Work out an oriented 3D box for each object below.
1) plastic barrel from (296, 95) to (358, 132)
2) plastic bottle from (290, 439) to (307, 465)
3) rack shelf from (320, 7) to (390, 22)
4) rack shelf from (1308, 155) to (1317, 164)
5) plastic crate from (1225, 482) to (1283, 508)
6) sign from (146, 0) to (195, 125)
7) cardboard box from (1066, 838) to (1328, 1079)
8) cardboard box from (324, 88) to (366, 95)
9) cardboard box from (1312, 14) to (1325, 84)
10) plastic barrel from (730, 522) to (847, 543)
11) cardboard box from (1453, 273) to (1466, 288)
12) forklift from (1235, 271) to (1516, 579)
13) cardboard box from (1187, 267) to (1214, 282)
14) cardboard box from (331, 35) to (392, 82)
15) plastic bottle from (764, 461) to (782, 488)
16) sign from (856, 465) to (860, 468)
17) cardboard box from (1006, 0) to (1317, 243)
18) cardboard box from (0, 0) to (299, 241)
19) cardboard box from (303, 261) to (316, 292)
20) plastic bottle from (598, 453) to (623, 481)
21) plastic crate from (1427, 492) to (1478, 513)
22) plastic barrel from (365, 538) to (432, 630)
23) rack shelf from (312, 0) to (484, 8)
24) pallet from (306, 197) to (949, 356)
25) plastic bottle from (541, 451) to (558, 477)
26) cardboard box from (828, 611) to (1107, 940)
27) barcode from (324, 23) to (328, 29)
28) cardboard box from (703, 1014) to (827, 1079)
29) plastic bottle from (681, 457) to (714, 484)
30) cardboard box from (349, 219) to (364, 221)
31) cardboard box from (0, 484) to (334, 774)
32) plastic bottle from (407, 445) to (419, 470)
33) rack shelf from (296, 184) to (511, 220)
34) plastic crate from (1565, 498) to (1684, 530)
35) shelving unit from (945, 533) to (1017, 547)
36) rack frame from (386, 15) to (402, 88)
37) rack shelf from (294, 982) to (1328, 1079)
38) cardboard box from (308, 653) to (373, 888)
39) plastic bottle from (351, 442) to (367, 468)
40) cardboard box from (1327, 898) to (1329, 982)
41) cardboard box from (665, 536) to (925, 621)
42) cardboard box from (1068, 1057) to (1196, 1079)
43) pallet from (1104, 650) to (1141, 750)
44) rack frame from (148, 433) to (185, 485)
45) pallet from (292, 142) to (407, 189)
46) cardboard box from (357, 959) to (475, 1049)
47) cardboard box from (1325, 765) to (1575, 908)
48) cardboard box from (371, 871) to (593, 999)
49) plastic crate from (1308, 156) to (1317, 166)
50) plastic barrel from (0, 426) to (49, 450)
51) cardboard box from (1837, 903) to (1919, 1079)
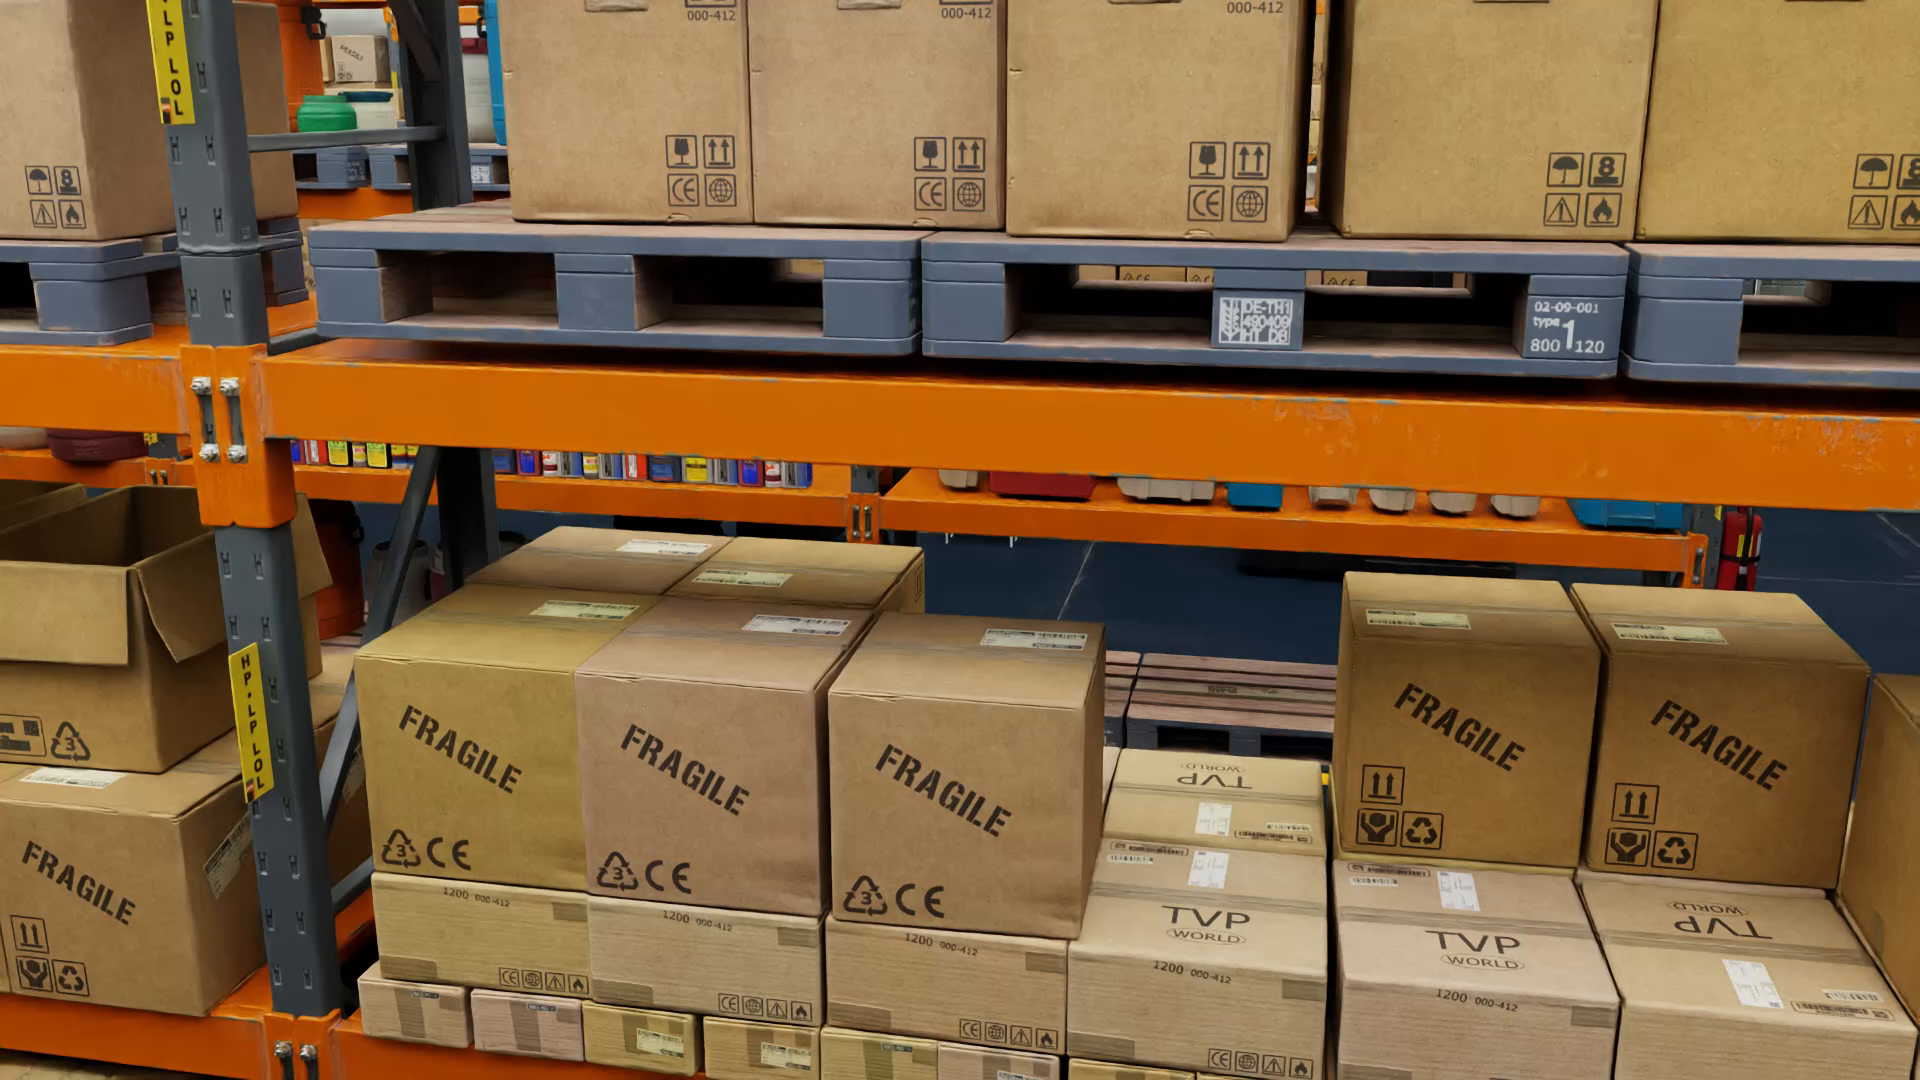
[{"bbox_3d":[-3.320,-2.206,8.722,0.294,0.245,0.294,0,15,0],"label":"plastic barrel"},{"bbox_3d":[-3.640,-0.556,9.099,0.133,0.283,0.061,3,16,11],"label":"plastic bottle"},{"bbox_3d":[-8.218,-6.203,19.382,4.000,0.370,1.077,3,16,11],"label":"rack shelf"},{"bbox_3d":[2.558,-2.825,12.799,4.000,0.370,1.077,3,16,11],"label":"rack shelf"},{"bbox_3d":[1.464,-0.314,8.209,0.300,0.233,0.416,3,16,11],"label":"plastic crate"},{"bbox_3d":[-1.478,-0.945,3.107,0.005,0.325,0.100,3,16,11],"label":"sign"},{"bbox_3d":[0.506,0.864,3.479,0.500,0.250,0.500,3,16,11],"label":"cardboard box"},{"bbox_3d":[-5.380,-3.716,14.162,0.500,0.250,0.500,2,16,6],"label":"cardboard box"},{"bbox_3d":[2.556,-3.716,12.610,0.500,0.500,0.700,3,16,11],"label":"cardboard box"},{"bbox_3d":[-0.922,0.239,9.155,0.708,0.901,0.600,3,16,11],"label":"plastic barrel"},{"bbox_3d":[3.532,-2.128,12.495,0.500,0.500,0.500,4,16,13],"label":"cardboard box"},{"bbox_3d":[3.501,-1.223,11.417,3.031,2.935,1.130,3,16,11],"label":"forklift"},{"bbox_3d":[2.013,-2.209,12.787,0.500,0.500,0.500,3,16,9],"label":"cardboard box"},{"bbox_3d":[-6.803,-5.495,18.993,0.500,0.500,0.500,2,16,6],"label":"cardboard box"},{"bbox_3d":[-0.962,-0.376,8.604,0.097,0.201,0.097,0,15,0],"label":"plastic bottle"},{"bbox_3d":[-0.504,-0.526,8.254,0.005,0.325,0.100,3,16,11],"label":"sign"},{"bbox_3d":[0.409,-0.865,3.214,0.500,0.500,0.700,4,16,14],"label":"cardboard box"},{"bbox_3d":[-1.950,-0.965,3.765,0.500,0.500,0.700,3,16,12],"label":"cardboard box"},{"bbox_3d":[-5.485,-2.206,14.650,0.500,0.500,0.500,3,16,11],"label":"cardboard box"},{"bbox_3d":[-1.827,-0.467,8.790,0.135,0.276,0.152,3,16,11],"label":"plastic bottle"},{"bbox_3d":[2.411,-0.241,8.124,0.243,0.136,0.396,3,16,11],"label":"plastic crate"},{"bbox_3d":[-3.258,0.275,9.753,0.421,0.512,0.421,0,15,0],"label":"plastic barrel"},{"bbox_3d":[-5.281,-4.503,13.988,4.000,0.370,1.077,3,16,11],"label":"rack shelf"},{"bbox_3d":[-0.580,-0.598,3.577,1.213,0.211,1.003,3,16,11],"label":"pallet"},{"bbox_3d":[-2.174,-0.442,8.841,0.097,0.201,0.097,0,15,0],"label":"plastic bottle"},{"bbox_3d":[0.031,0.474,3.482,0.500,0.500,0.500,3,16,9],"label":"cardboard box"},{"bbox_3d":[-7.534,-6.101,19.722,0.075,0.075,0.001,3,16,11],"label":"barcode"},{"bbox_3d":[-0.382,1.024,3.646,0.250,0.149,0.380,3,16,10],"label":"cardboard box"},{"bbox_3d":[-1.358,-0.476,8.684,0.185,0.351,0.144,3,16,11],"label":"plastic bottle"},{"bbox_3d":[-6.783,-3.797,19.419,0.500,0.500,0.500,3,16,11],"label":"cardboard box"},{"bbox_3d":[-2.007,0.196,4.100,0.637,0.503,0.797,3,16,10],"label":"cardboard box"},{"bbox_3d":[-2.939,-0.517,8.982,0.097,0.271,0.097,0,15,0],"label":"plastic bottle"},{"bbox_3d":[-2.352,-1.742,8.890,4.000,0.370,1.077,3,16,11],"label":"rack shelf"},{"bbox_3d":[3.162,-0.339,7.917,0.499,0.435,0.616,3,16,11],"label":"plastic crate"},{"bbox_3d":[0.162,-0.569,12.300,0.503,1.200,0.258,3,16,11],"label":"shelving unit"},{"bbox_3d":[-6.258,-6.445,18.902,0.127,3.000,1.000,3,16,11],"label":"rack frame"},{"bbox_3d":[0.580,1.212,3.845,4.000,0.370,1.077,3,16,11],"label":"rack shelf"},{"bbox_3d":[-1.780,0.621,4.444,0.500,0.500,0.500,3,16,11],"label":"cardboard box"},{"bbox_3d":[-3.260,-0.501,9.054,0.097,0.201,0.097,0,15,0],"label":"plastic bottle"},{"bbox_3d":[0.998,0.920,4.023,0.250,0.149,0.380,3,16,10],"label":"cardboard box"},{"bbox_3d":[-0.386,0.309,4.077,0.500,0.500,0.500,3,16,12],"label":"cardboard box"},{"bbox_3d":[0.372,1.065,3.498,0.250,0.149,0.380,3,16,9],"label":"cardboard box"},{"bbox_3d":[0.336,0.836,9.078,1.213,0.211,1.003,3,16,11],"label":"pallet"},{"bbox_3d":[-4.312,-0.749,9.578,0.127,3.000,1.000,3,16,11],"label":"rack frame"},{"bbox_3d":[-3.582,-2.038,8.964,1.213,0.211,1.003,3,16,11],"label":"pallet"},{"bbox_3d":[-1.156,0.983,3.795,0.250,0.149,0.380,3,16,11],"label":"cardboard box"},{"bbox_3d":[1.121,0.751,3.886,0.500,0.250,0.500,3,16,9],"label":"cardboard box"},{"bbox_3d":[-0.971,0.781,3.776,0.500,0.250,0.500,3,16,10],"label":"cardboard box"},{"bbox_3d":[2.085,-1.893,8.203,0.767,0.338,0.504,3,16,11],"label":"plastic crate"},{"bbox_3d":[-5.363,-0.802,9.559,0.421,0.512,0.421,0,15,0],"label":"plastic barrel"},{"bbox_3d":[2.013,0.944,3.187,0.500,0.250,0.500,3,16,10],"label":"cardboard box"}]
